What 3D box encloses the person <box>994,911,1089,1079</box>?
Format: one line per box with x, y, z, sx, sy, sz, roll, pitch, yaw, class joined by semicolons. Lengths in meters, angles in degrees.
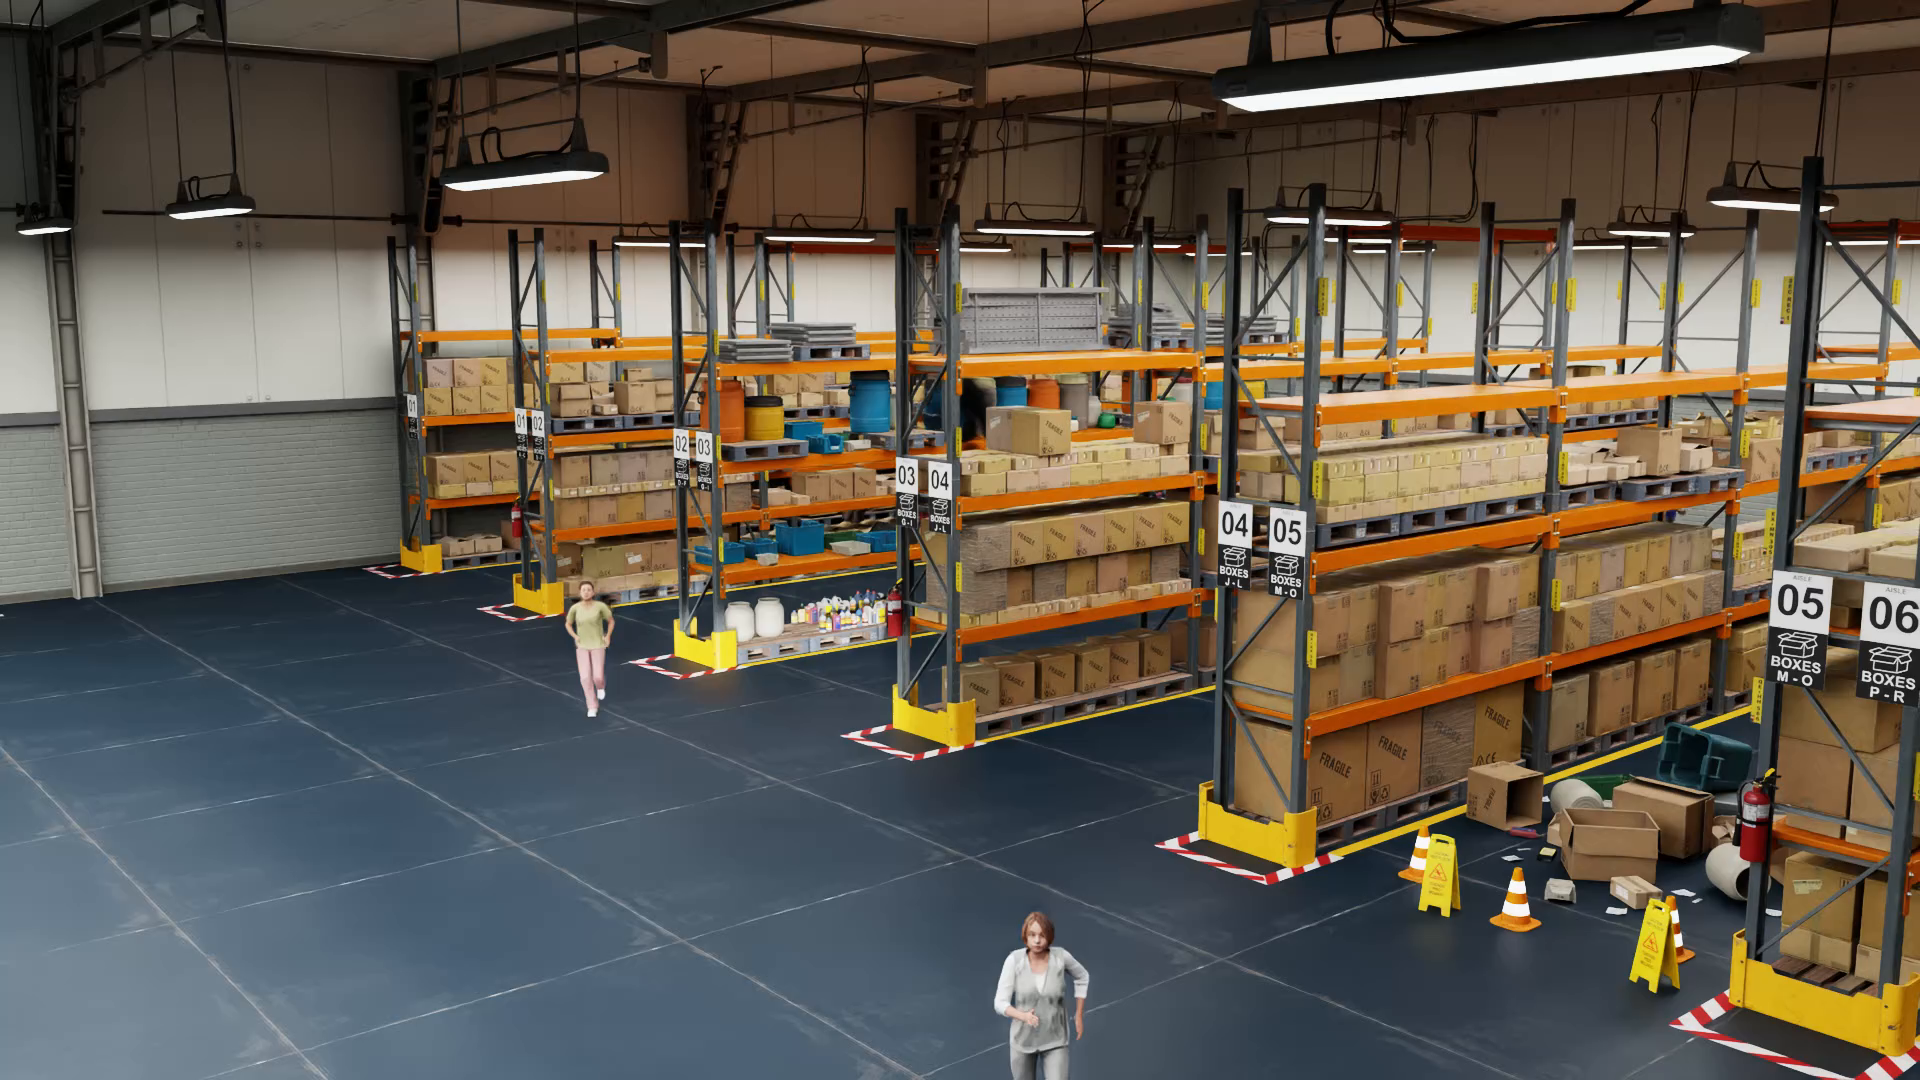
0.465;2.934;9.566;0.526;1.648;0.684;1;9;6;person

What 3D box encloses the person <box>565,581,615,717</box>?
-4.472;1.255;20.112;0.585;1.567;0.600;-1;9;-5;person

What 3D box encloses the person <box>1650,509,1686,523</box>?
12.802;-0.256;30.195;0.579;1.689;0.778;-5;10;-27;person

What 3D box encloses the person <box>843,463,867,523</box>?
-2.053;-0.696;32.827;0.664;1.680;0.546;7;11;40;person
